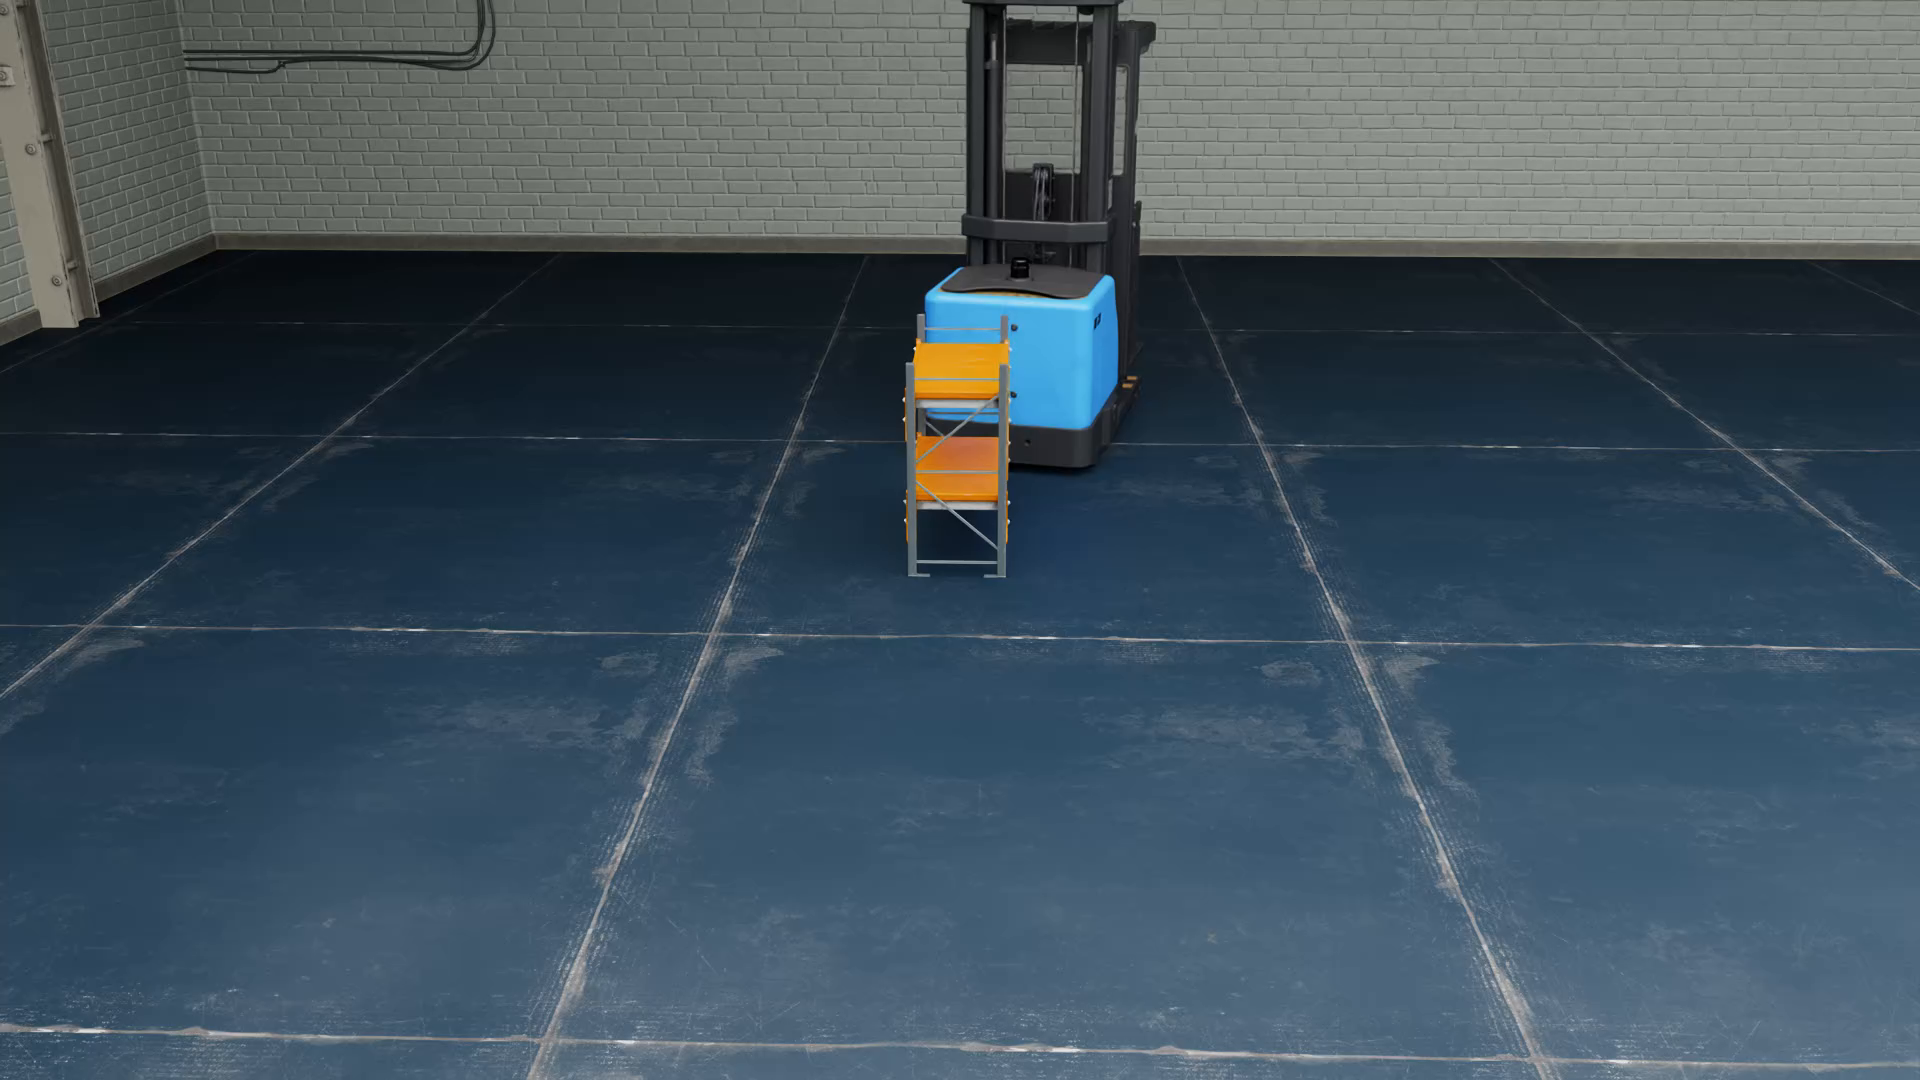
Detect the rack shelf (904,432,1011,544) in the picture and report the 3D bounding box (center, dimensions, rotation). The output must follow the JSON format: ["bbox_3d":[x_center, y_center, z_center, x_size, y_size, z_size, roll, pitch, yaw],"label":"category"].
[{"bbox_3d":[0.000,-0.294,8.908,0.538,0.278,1.000,1,21,2],"label":"rack shelf"}]

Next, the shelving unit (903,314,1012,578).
[{"bbox_3d":[0.000,-0.522,8.819,0.538,1.125,1.048,1,21,2],"label":"shelving unit"}]

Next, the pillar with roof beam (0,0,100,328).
[{"bbox_3d":[-3.004,-5.941,11.900,9.100,9.000,0.400,1,21,2],"label":"pillar with roof beam"}]

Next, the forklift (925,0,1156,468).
[{"bbox_3d":[0.641,-2.299,10.901,1.130,2.935,3.031,5,22,14],"label":"forklift"}]

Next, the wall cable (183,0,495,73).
[{"bbox_3d":[-5.896,-5.591,15.292,3.097,2.526,0.112,1,21,2],"label":"wall cable"}]

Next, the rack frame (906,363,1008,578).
[{"bbox_3d":[-0.016,-0.338,8.345,0.500,1.125,0.032,1,21,2],"label":"rack frame"}]

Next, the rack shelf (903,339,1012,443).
[{"bbox_3d":[0.000,-0.795,8.713,0.538,0.278,1.000,1,21,2],"label":"rack shelf"}]

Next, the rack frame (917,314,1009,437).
[{"bbox_3d":[0.015,-0.706,9.293,0.500,1.125,0.032,1,21,2],"label":"rack frame"}]
